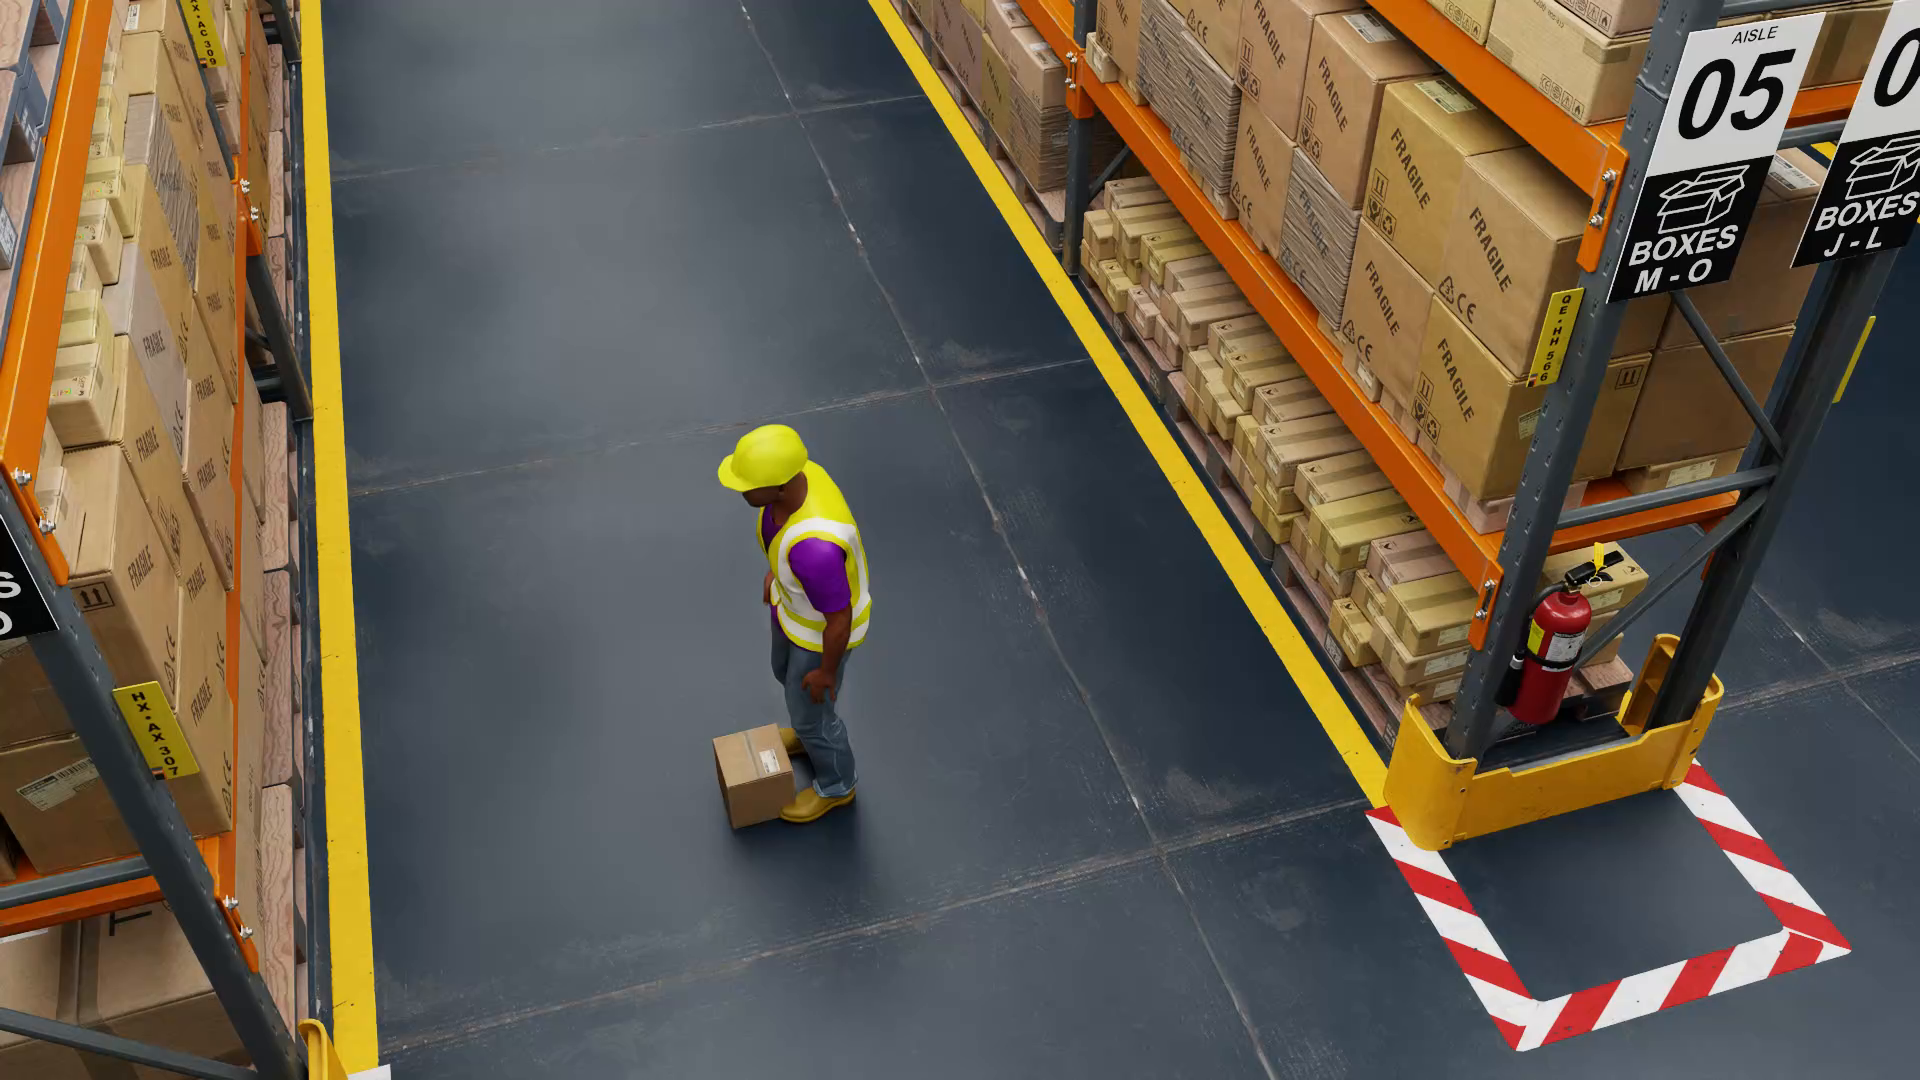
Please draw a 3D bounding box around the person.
[{"bbox_3d":[-0.555,0.279,5.837,0.462,1.759,0.622,-14,44,-15],"label":"person"}]
